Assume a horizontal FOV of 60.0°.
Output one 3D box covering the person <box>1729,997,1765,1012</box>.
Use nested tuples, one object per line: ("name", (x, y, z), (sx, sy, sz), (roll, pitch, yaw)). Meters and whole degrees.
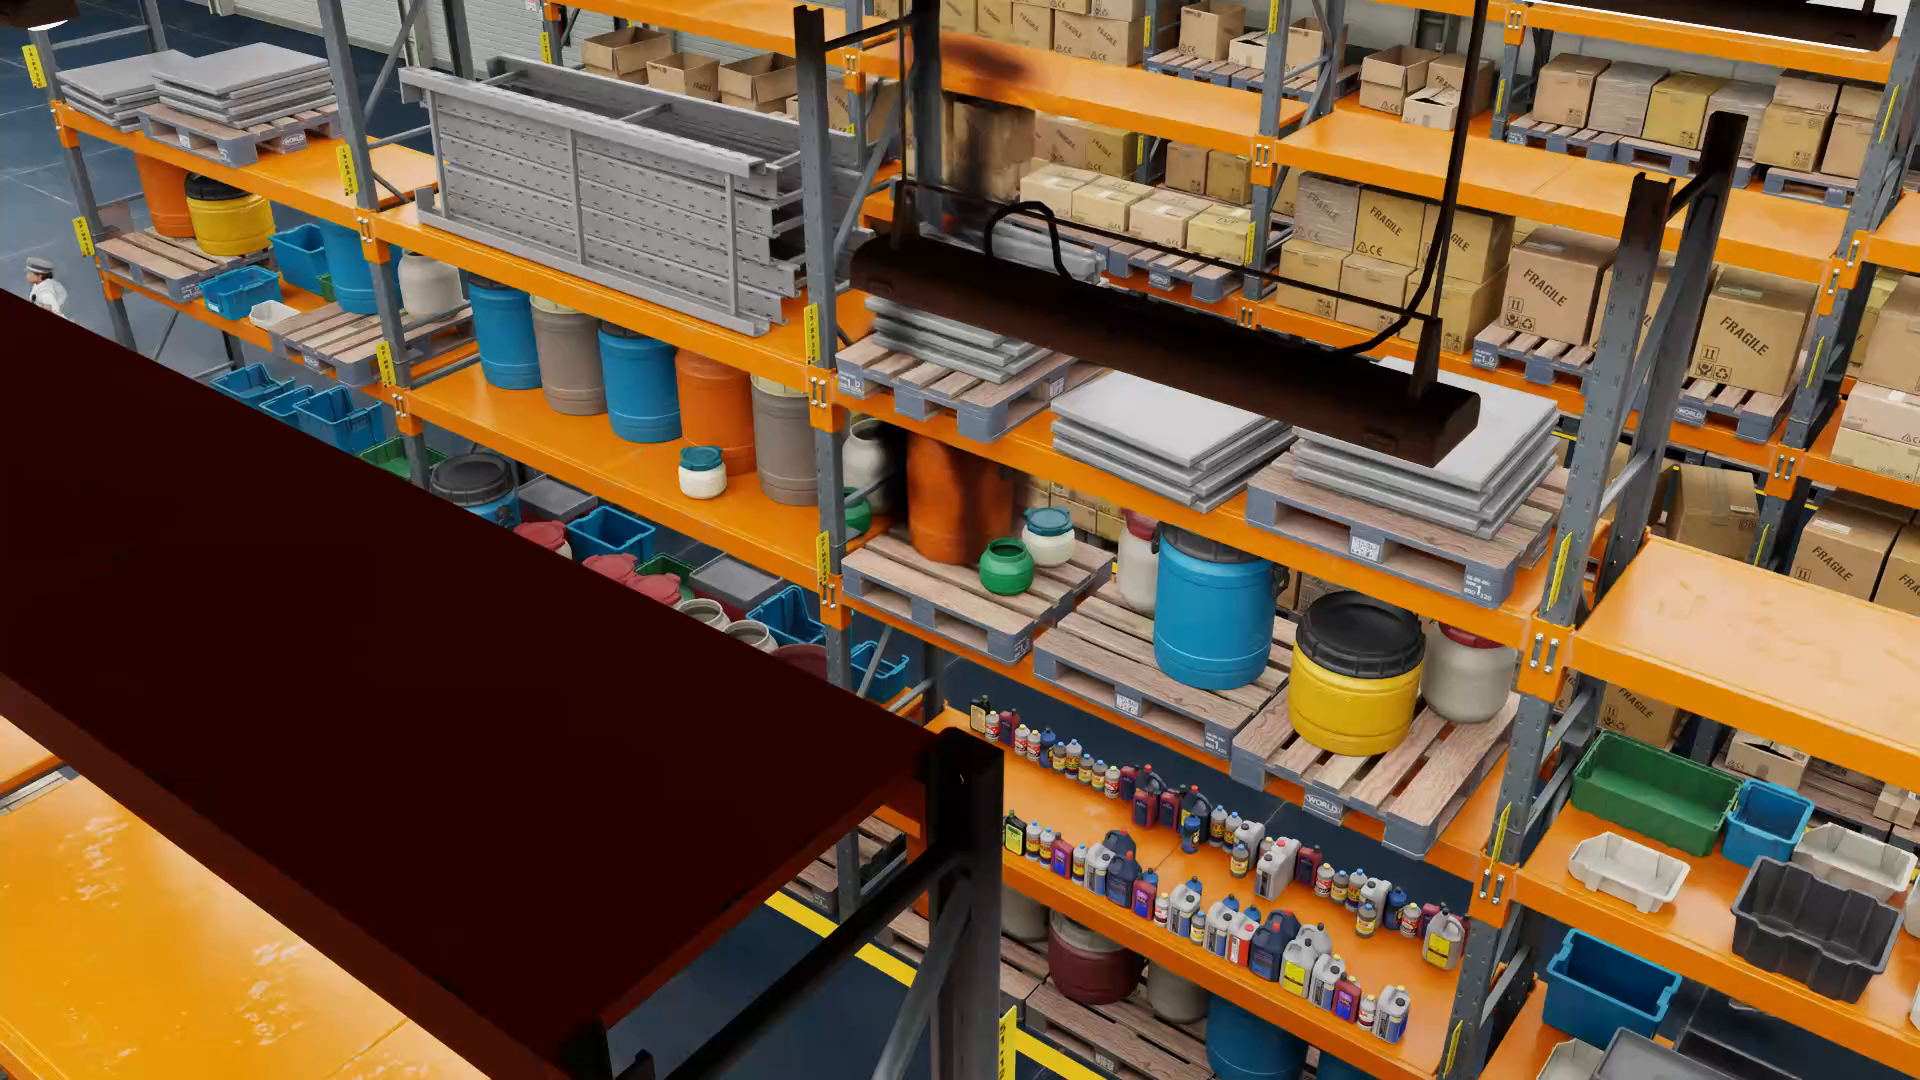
("person", (4.657, 2.243, 10.087), (0.797, 1.614, 0.547), (24, 39, 34))

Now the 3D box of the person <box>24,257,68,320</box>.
("person", (-9.351, -2.127, 17.155), (0.659, 1.689, 0.588), (-20, 37, -30))
